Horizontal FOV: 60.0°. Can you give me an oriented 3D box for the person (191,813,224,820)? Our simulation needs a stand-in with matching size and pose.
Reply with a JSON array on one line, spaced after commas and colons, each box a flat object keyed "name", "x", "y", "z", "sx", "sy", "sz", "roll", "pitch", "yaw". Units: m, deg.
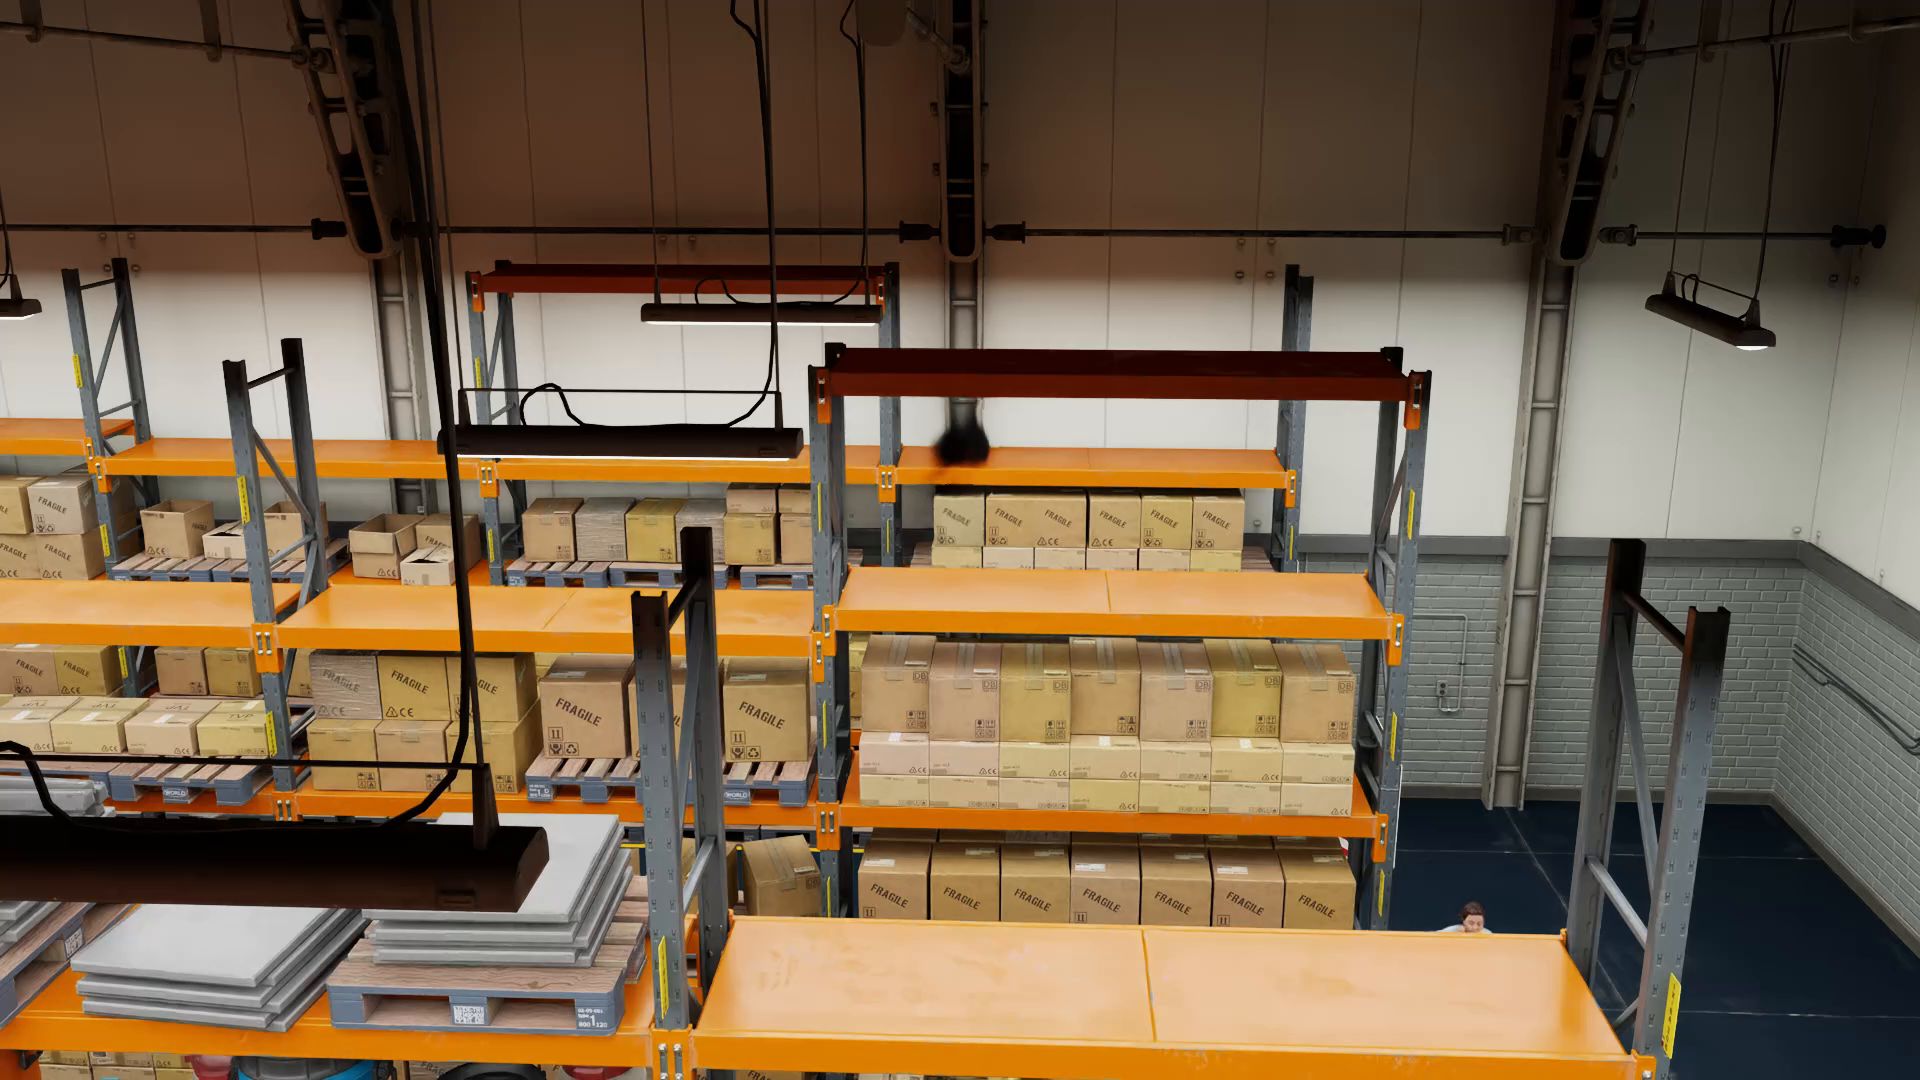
[{"name": "person", "x": -6.547, "y": 3.134, "z": 14.894, "sx": 0.745, "sy": 1.658, "sz": 0.652, "roll": 12, "pitch": 20, "yaw": 35}]

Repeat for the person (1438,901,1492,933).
[{"name": "person", "x": 4.025, "y": 3.588, "z": 13.408, "sx": 0.548, "sy": 1.581, "sz": 0.655, "roll": -2, "pitch": 16, "yaw": -7}]
